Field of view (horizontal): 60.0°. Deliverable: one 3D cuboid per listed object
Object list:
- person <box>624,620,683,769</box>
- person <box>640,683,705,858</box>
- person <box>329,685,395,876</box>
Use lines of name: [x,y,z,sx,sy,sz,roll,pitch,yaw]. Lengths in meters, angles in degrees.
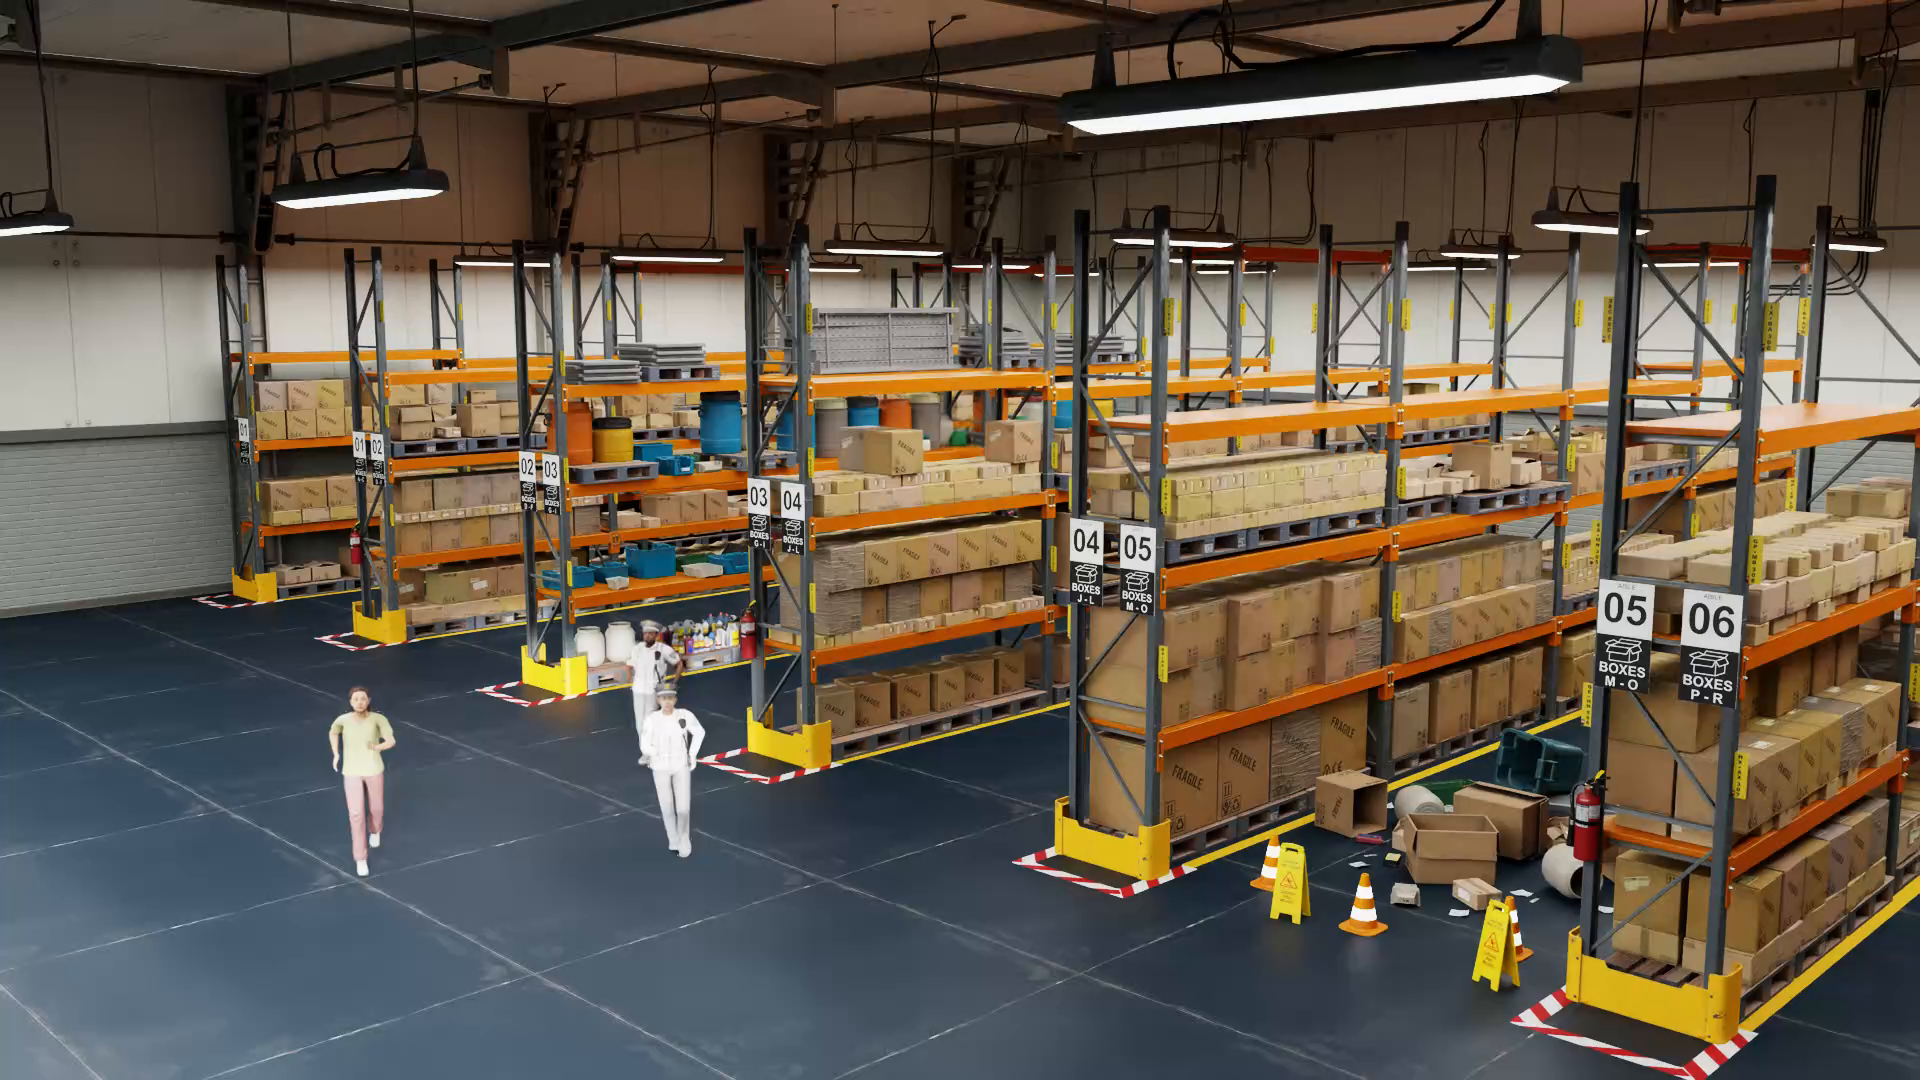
person: [-3.468,1.729,18.573,0.627,1.708,0.604,2,8,15]
person: [-2.684,2.150,15.524,0.588,1.686,0.653,-1,8,-6]
person: [-5.498,2.157,15.339,0.574,1.649,0.969,-3,9,-20]
